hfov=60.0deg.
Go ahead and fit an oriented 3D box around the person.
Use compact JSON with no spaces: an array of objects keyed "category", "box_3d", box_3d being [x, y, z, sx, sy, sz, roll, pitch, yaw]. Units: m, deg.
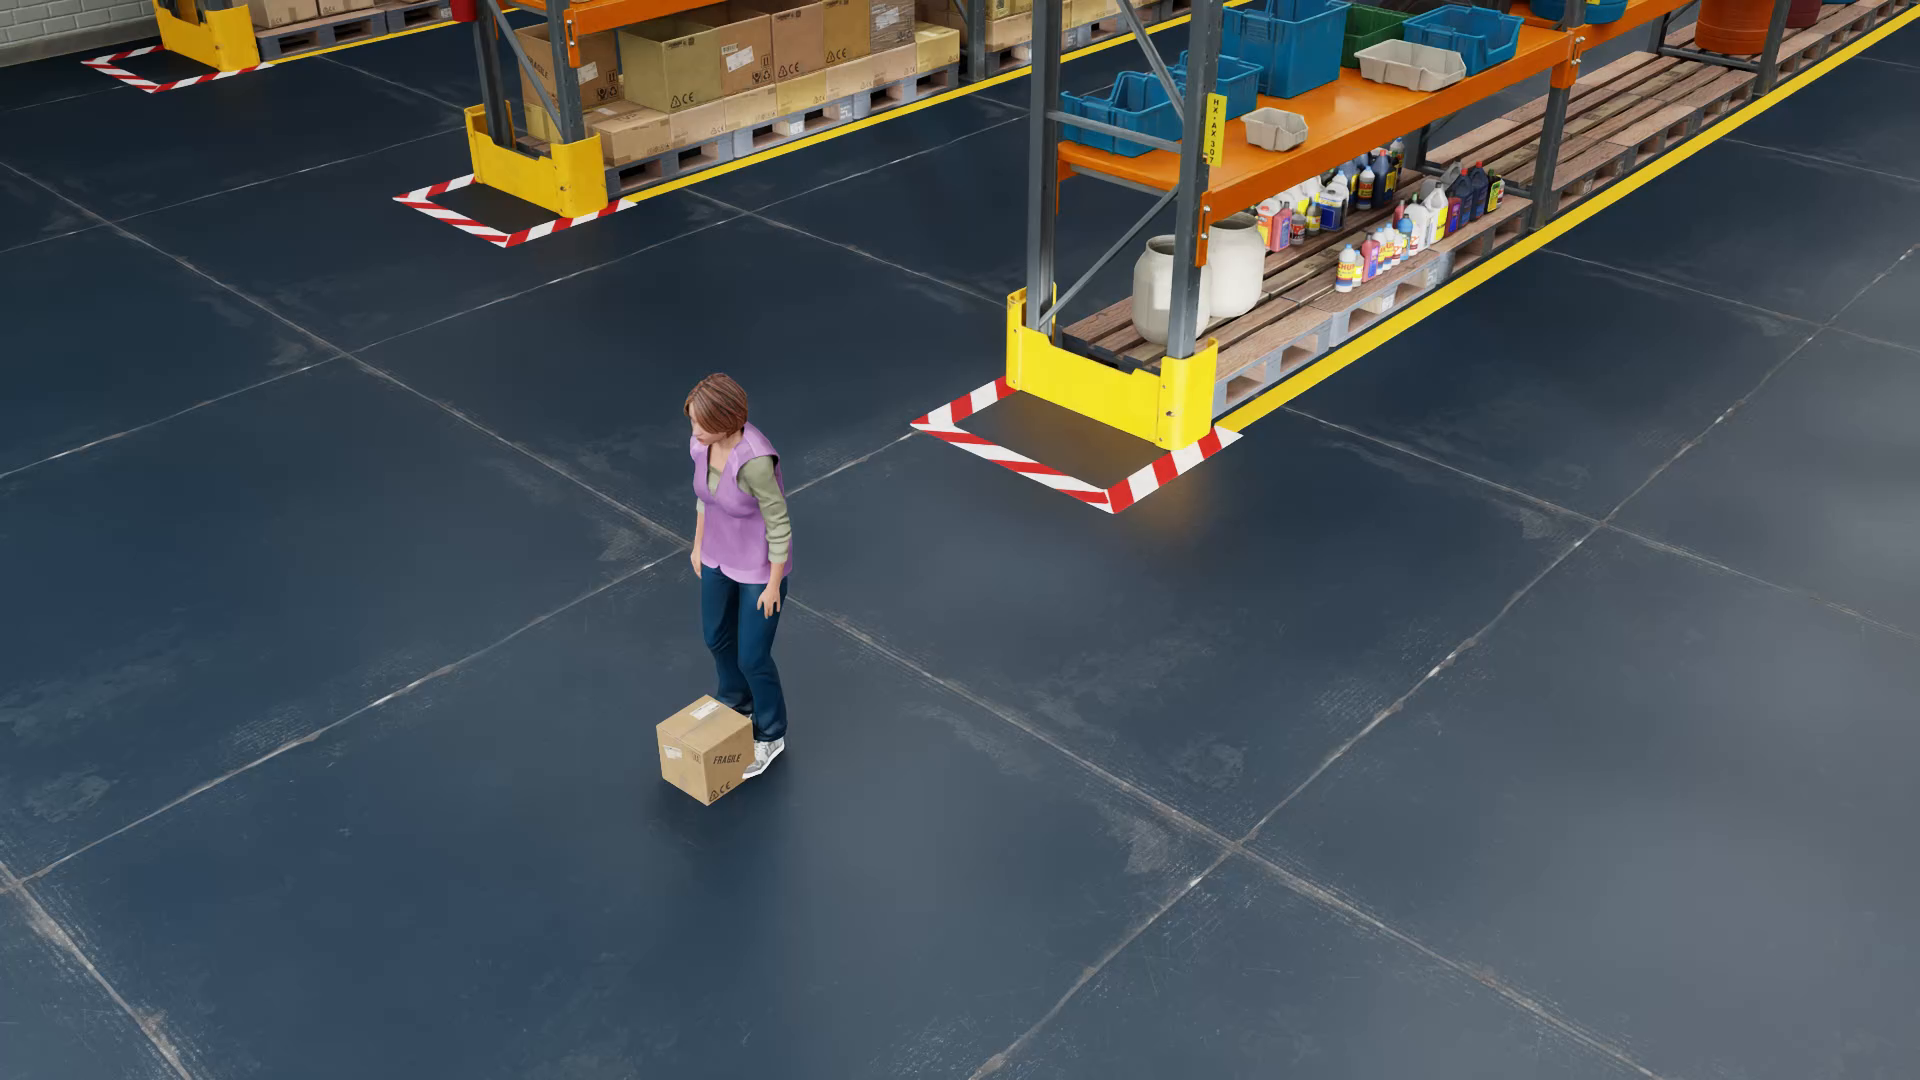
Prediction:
[{"category":"person","box_3d":[-0.795,0.113,5.964,0.459,1.591,0.372,25,40,34]}]
